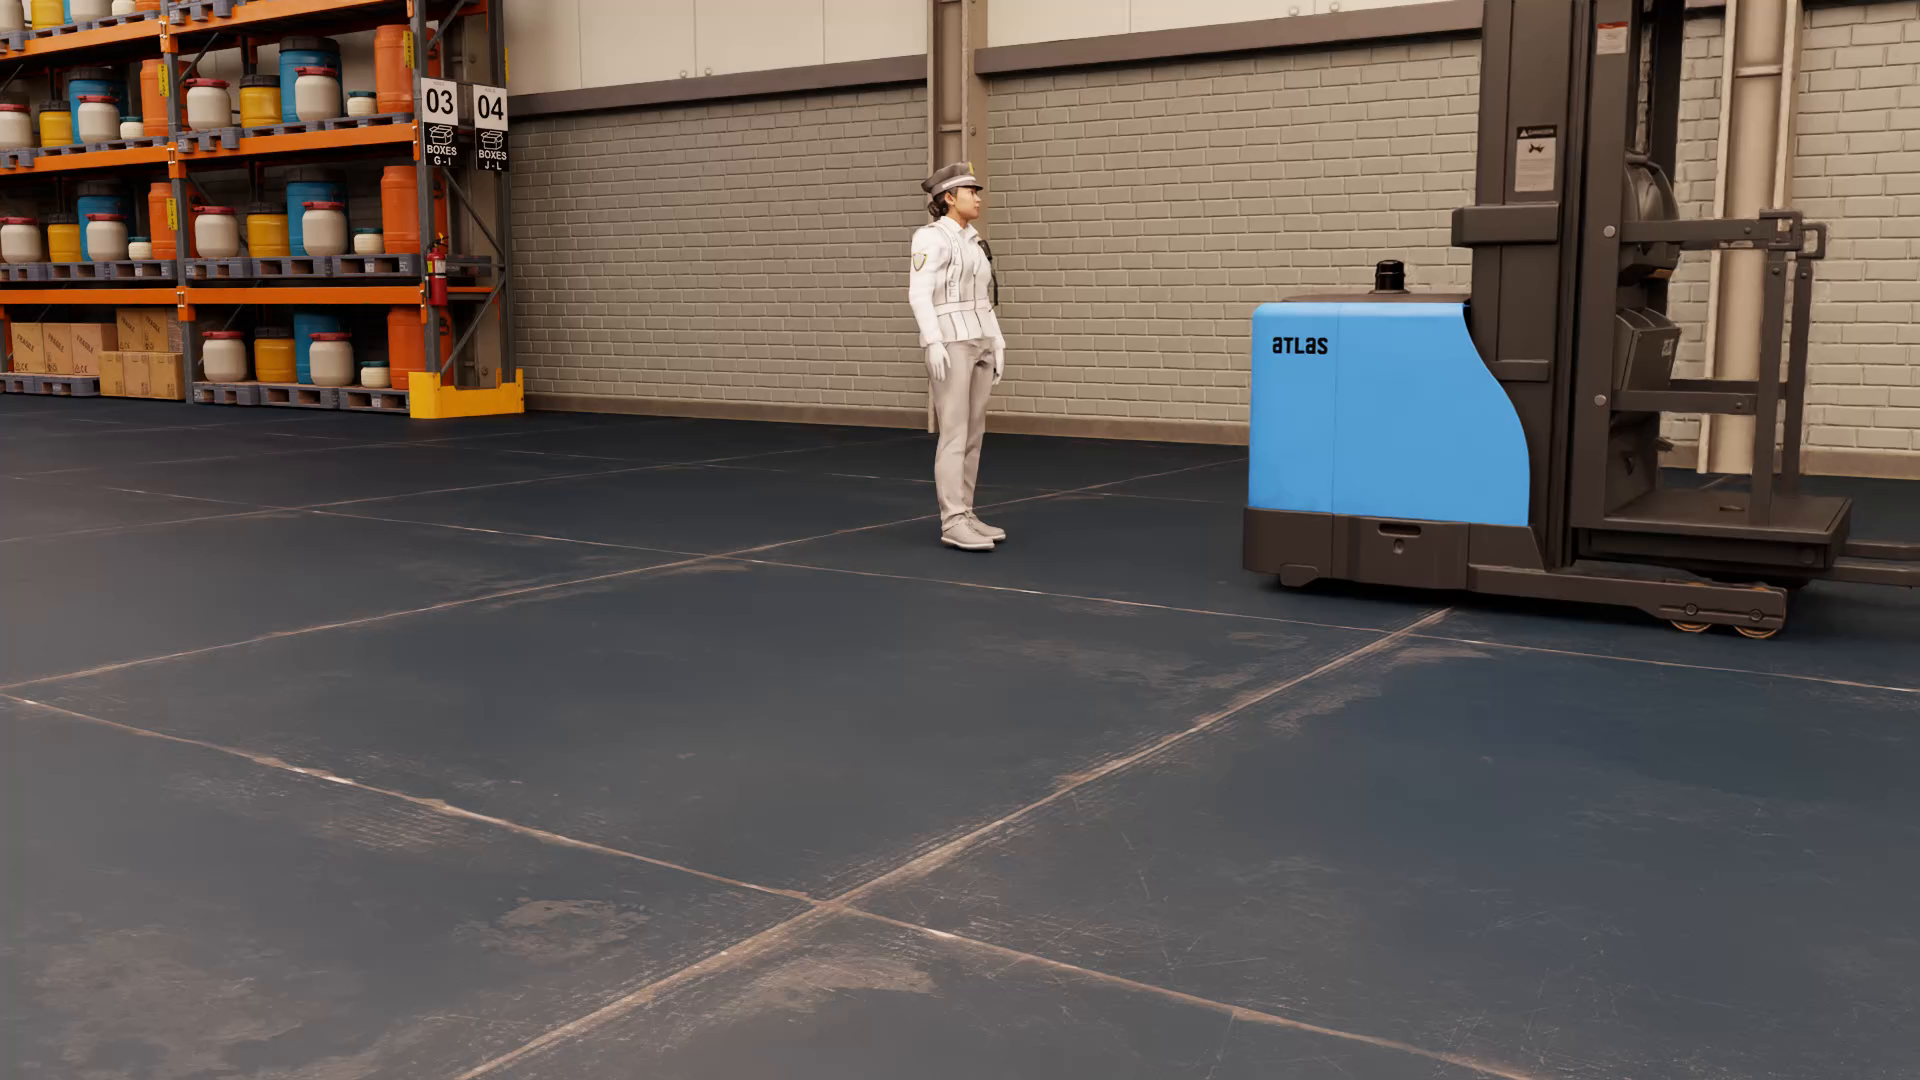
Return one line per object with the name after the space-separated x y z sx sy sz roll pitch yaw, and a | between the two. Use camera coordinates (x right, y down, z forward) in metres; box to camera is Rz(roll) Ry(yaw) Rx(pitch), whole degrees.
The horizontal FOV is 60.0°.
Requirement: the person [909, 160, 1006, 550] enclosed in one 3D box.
0.053 -0.840 7.440 0.531 1.695 0.587 5 10 34 | person

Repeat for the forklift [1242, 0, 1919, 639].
2.603 -1.218 5.756 3.031 2.935 1.130 5 9 31 | forklift
